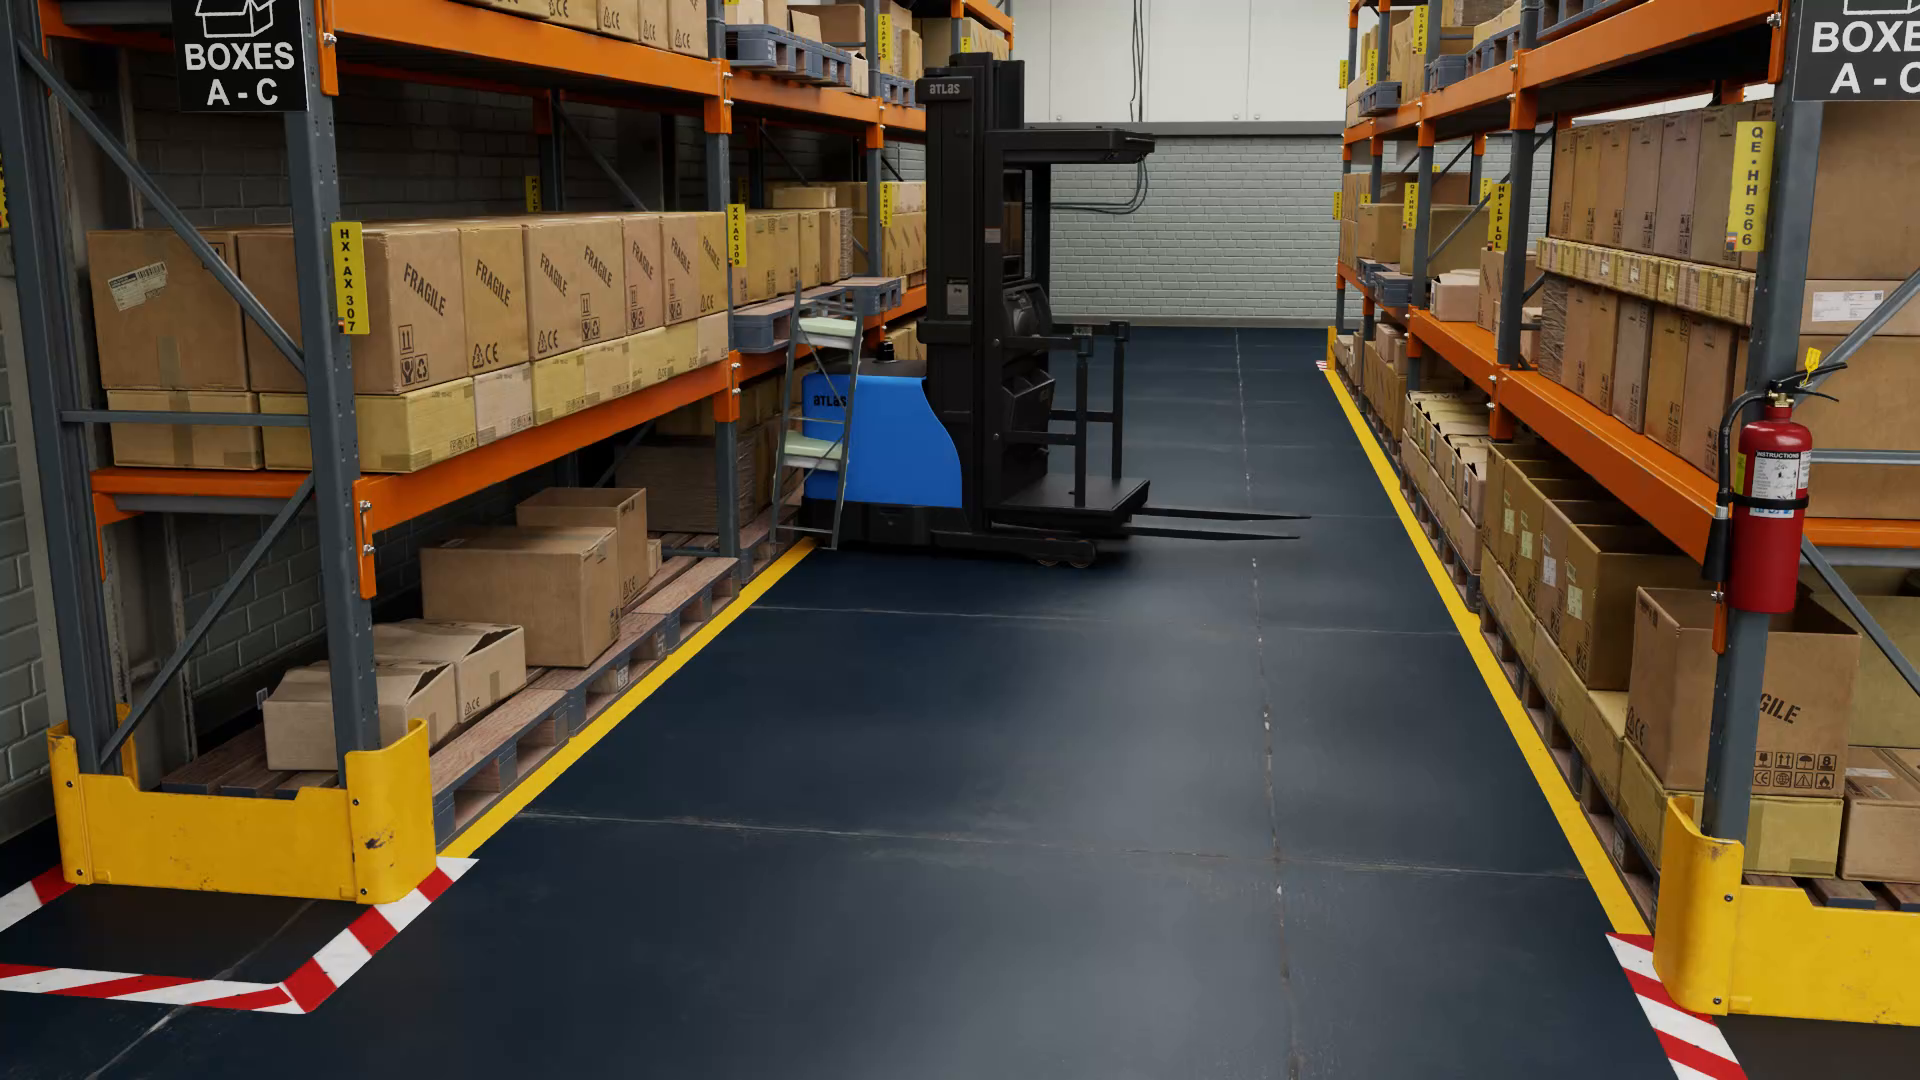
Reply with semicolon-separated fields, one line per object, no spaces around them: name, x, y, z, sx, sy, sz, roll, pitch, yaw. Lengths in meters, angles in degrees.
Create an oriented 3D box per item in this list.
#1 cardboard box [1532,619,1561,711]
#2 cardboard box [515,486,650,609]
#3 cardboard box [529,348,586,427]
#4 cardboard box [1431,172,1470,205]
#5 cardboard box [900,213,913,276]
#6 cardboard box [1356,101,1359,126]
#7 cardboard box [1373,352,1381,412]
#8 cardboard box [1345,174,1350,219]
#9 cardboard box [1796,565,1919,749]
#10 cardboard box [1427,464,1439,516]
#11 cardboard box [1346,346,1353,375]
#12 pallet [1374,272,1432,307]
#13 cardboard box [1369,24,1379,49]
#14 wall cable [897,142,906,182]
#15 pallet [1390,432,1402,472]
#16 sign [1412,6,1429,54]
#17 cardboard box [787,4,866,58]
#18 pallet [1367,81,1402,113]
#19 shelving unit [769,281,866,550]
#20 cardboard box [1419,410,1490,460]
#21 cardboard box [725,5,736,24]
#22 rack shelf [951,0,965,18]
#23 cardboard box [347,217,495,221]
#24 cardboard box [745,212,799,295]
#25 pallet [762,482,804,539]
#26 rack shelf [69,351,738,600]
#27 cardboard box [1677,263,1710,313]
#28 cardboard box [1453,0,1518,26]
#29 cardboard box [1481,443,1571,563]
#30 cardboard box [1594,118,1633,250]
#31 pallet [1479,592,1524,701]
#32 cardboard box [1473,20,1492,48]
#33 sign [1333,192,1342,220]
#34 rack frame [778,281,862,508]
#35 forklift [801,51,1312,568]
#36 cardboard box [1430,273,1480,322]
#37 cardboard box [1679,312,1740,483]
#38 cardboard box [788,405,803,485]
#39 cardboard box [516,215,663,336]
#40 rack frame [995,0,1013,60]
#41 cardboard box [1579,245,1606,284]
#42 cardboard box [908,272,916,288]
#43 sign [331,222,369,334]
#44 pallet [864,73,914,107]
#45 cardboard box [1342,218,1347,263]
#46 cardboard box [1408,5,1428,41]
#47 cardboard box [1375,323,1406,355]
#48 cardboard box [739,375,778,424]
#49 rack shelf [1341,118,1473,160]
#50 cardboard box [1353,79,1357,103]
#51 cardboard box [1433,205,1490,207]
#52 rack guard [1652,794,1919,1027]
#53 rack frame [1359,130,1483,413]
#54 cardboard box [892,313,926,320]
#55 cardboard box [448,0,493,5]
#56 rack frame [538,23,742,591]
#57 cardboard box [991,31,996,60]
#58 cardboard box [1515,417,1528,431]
cardboard box;2.574;0.502;6.574;0.500;0.250;0.500;2;12;9
cardboard box;-1.835;0.029;8.129;0.500;0.500;0.500;1;12;4
cardboard box;-1.792;-0.605;6.489;0.500;0.250;0.500;2;12;8
cardboard box;4.761;-3.328;16.204;0.500;0.500;0.500;2;12;10
cardboard box;-0.683;-2.434;13.675;0.500;0.500;0.500;2;12;11
cardboard box;4.460;-4.516;17.564;0.500;0.250;0.500;2;12;9
cardboard box;3.940;-1.386;14.695;0.500;0.500;0.500;2;12;9
cardboard box;4.624;-3.878;18.759;0.500;0.500;0.500;2;12;9
cardboard box;2.942;0.361;5.450;0.500;0.500;0.500;2;12;9
cardboard box;3.195;-0.310;10.343;0.500;0.250;0.500;2;12;10
cardboard box;4.333;-1.886;17.461;0.500;0.311;0.500;2;12;9
pallet;3.830;-1.918;12.728;1.213;0.211;1.003;2;12;9
cardboard box;4.662;-5.120;17.402;0.700;0.500;0.500;2;12;9
wall cable;-0.607;-4.487;21.784;0.084;1.984;1.851;2;12;9
pallet;3.947;-0.659;13.052;1.003;0.211;1.213;2;12;9
sign;3.259;-3.605;11.756;0.100;0.325;0.005;2;12;9
cardboard box;-1.084;-3.859;12.879;0.700;0.500;0.500;1;12;4
pallet;4.084;-3.726;13.989;1.213;0.211;1.003;2;12;9
shelving unit;-0.865;-0.765;9.999;0.431;1.500;0.755;6;11;-6
cardboard box;3.271;-0.688;10.767;0.500;0.311;0.500;2;12;7
cardboard box;-1.552;-3.027;9.066;0.500;0.500;0.500;4;13;17
rack shelf;-0.792;-4.830;14.202;1.077;0.370;4.000;2;12;9
cardboard box;-2.228;-1.088;6.950;0.500;0.500;0.500;2;12;9
cardboard box;-1.440;-1.818;10.529;0.700;0.500;0.500;4;13;16
pallet;-1.412;-0.249;11.148;1.003;0.211;1.213;2;12;9
rack shelf;-2.023;-0.427;7.064;1.077;0.370;4.000;2;12;9
cardboard box;2.554;-0.815;5.377;0.380;0.149;0.250;2;12;9
cardboard box;3.869;-3.963;12.032;0.500;0.500;0.500;2;12;9
cardboard box;2.799;-0.177;7.945;0.500;0.500;0.500;2;12;9
cardboard box;2.964;-1.417;6.631;0.700;0.500;0.500;2;12;9
pallet;3.016;0.492;7.711;1.003;0.211;1.213;2;12;9
cardboard box;3.781;-3.370;11.252;0.500;0.250;0.500;1;12;4
sign;4.489;-3.974;19.761;0.100;0.325;0.005;2;12;9
rack frame;-0.898;-0.836;10.356;0.400;1.500;0.023;6;11;-6
forklift;0.596;-1.393;9.999;3.031;2.935;1.130;4;13;17
cardboard box;3.466;-1.645;11.218;0.500;0.311;0.500;2;12;8
cardboard box;2.725;-0.458;5.262;0.700;0.500;0.500;2;12;10
cardboard box;-1.402;-0.662;11.334;0.700;0.500;0.500;2;12;8
cardboard box;-1.642;-1.181;7.384;0.500;0.500;0.500;2;12;7
rack frame;0.130;-6.626;19.880;1.000;3.000;0.127;2;12;9
cardboard box;2.791;-1.139;6.883;0.380;0.149;0.250;1;12;7
cardboard box;-0.595;-2.296;14.575;0.380;0.149;0.250;2;12;9
sign;-1.794;-0.768;4.884;0.100;0.325;0.005;2;12;9
pallet;-1.053;-3.538;13.118;1.213;0.211;1.003;2;12;11
cardboard box;4.623;-3.391;18.872;0.500;0.500;0.500;2;12;8
cardboard box;4.058;-4.090;13.761;0.600;0.600;0.600;1;12;6
cardboard box;3.941;-1.760;14.648;0.500;0.250;0.500;2;12;9
cardboard box;-1.478;-0.909;10.701;0.500;0.250;0.500;2;12;7
rack shelf;4.718;-4.232;17.598;1.077;0.370;4.000;2;12;9
cardboard box;4.535;-4.864;17.995;0.500;0.250;0.500;2;12;9
cardboard box;4.200;-2.585;14.136;0.700;0.500;0.500;-1;12;-6
rack guard;2.561;1.024;4.556;1.175;0.500;0.348;2;12;9
rack frame;4.410;-2.701;15.907;1.000;3.000;0.127;2;12;9
cardboard box;-0.590;-1.691;15.324;0.750;0.750;0.750;2;12;10
cardboard box;-1.914;-2.060;5.527;0.500;0.500;0.500;3;12;12
rack frame;-1.715;-1.195;8.920;1.000;3.000;0.127;2;12;9
cardboard box;0.128;-5.333;18.343;0.500;0.500;0.500;1;12;6
cardboard box;3.804;-0.673;10.696;0.500;0.311;0.500;2;12;8
